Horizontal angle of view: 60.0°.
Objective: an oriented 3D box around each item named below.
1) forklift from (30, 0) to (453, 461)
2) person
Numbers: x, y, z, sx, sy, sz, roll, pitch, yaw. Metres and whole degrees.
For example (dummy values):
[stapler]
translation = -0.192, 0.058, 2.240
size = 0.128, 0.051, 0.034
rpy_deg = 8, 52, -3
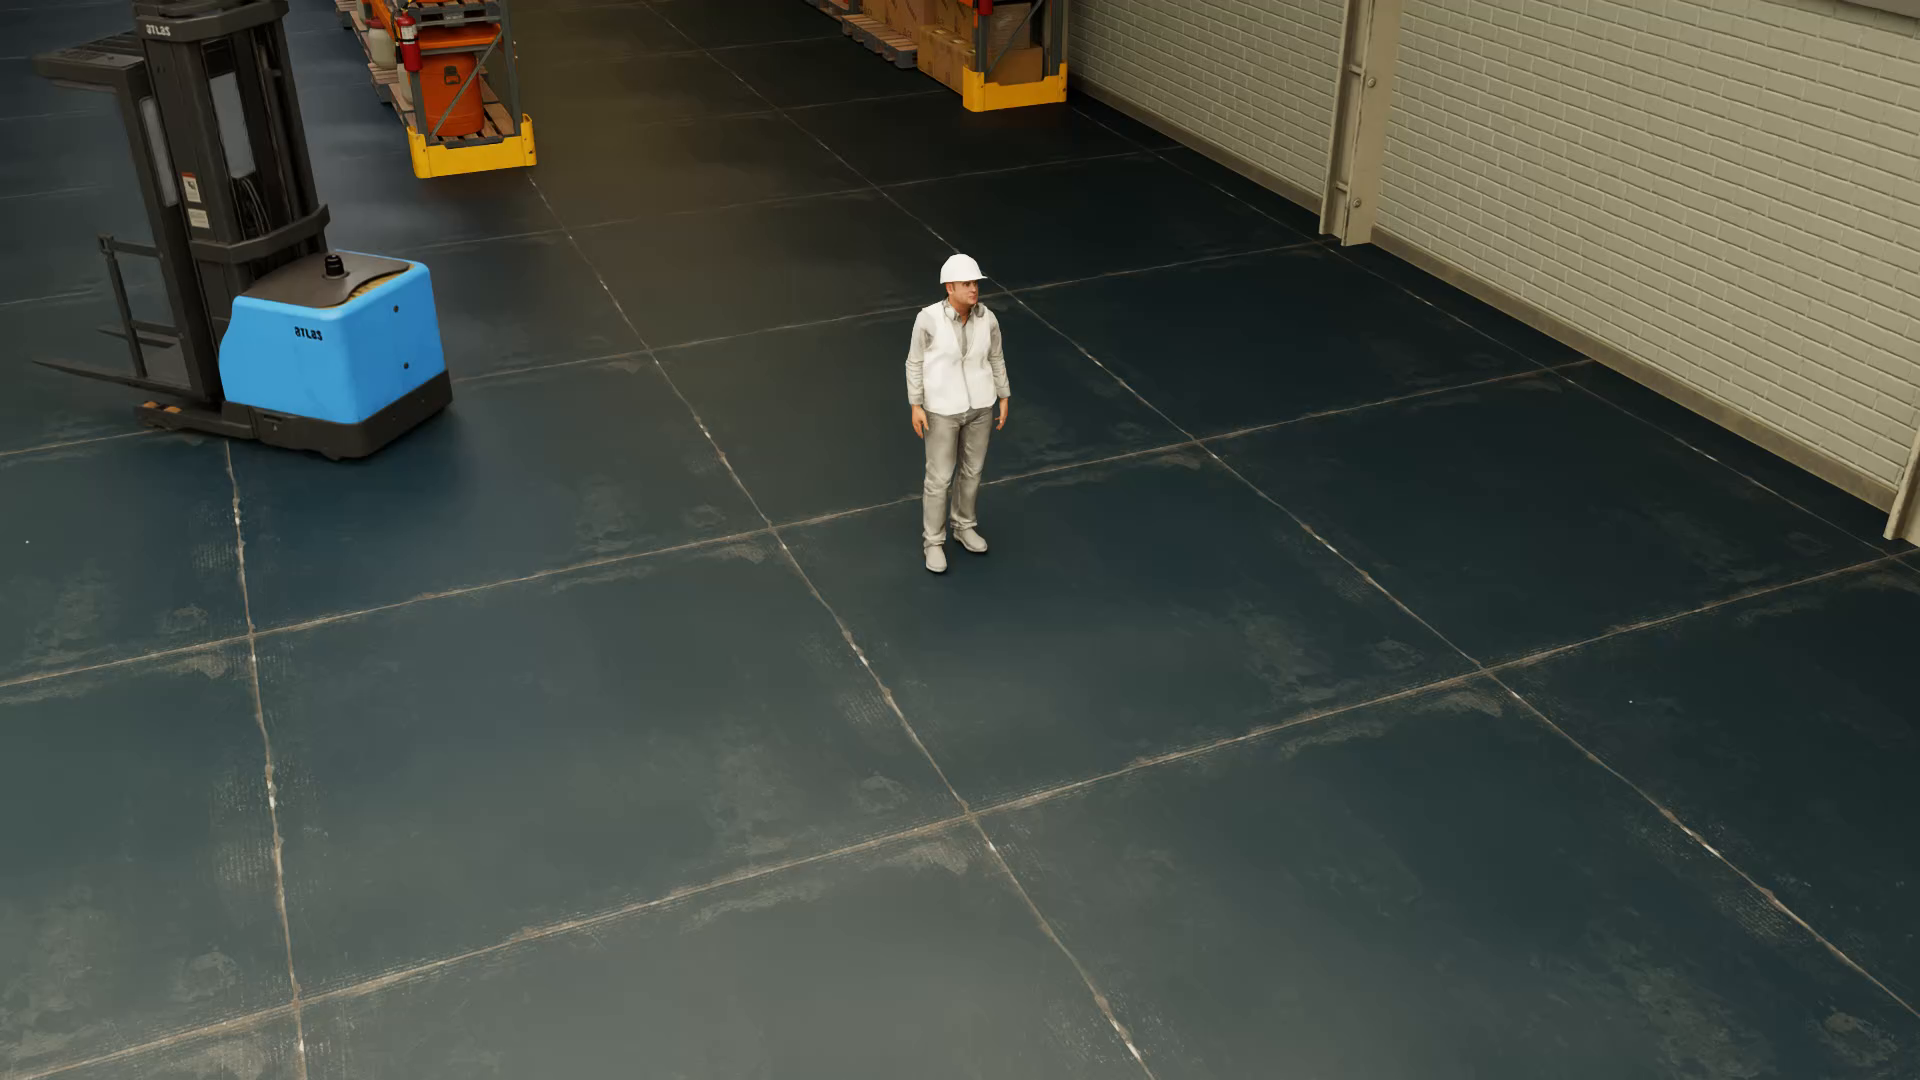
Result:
[forklift]
translation = -5.119, -2.248, 11.051
size = 3.031, 2.935, 1.130
rpy_deg = 11, 32, 19
[person]
translation = 0.017, -0.747, 9.576
size = 0.632, 1.773, 0.568
rpy_deg = -12, 32, -20
